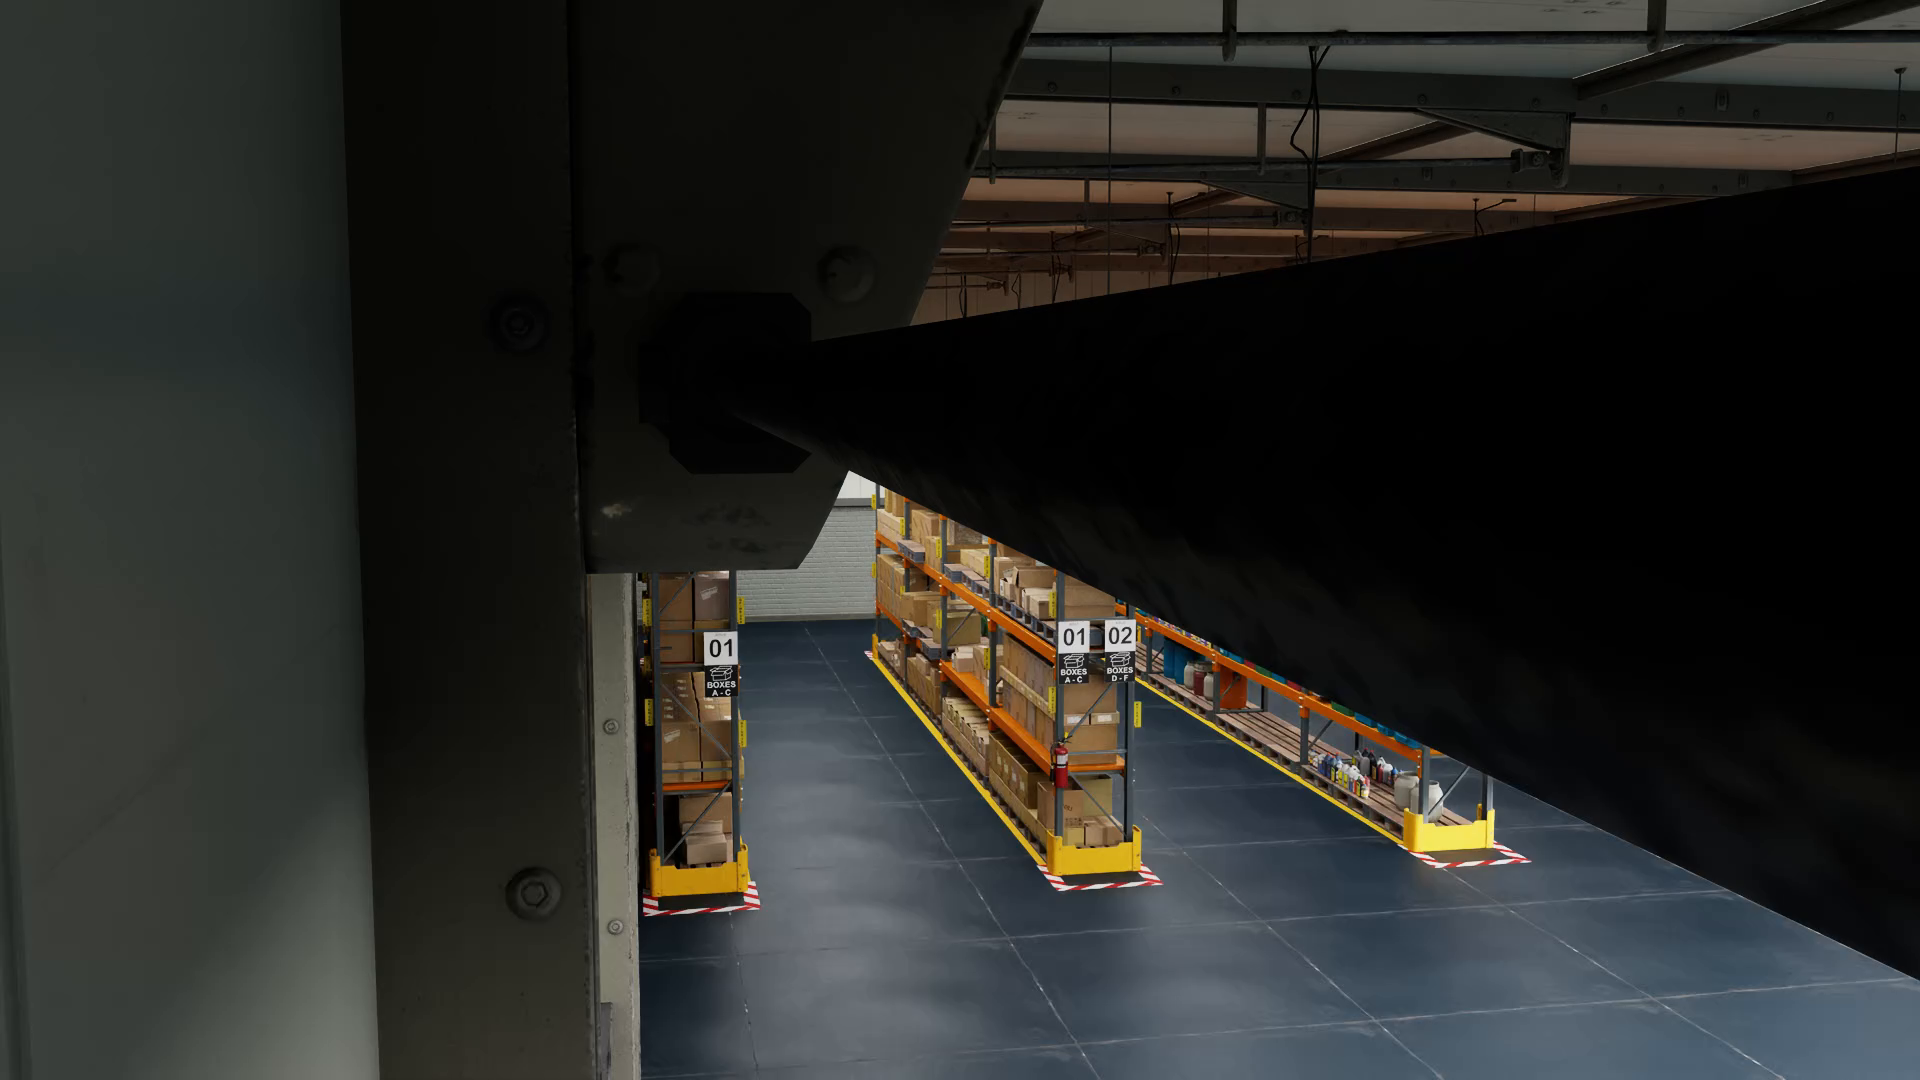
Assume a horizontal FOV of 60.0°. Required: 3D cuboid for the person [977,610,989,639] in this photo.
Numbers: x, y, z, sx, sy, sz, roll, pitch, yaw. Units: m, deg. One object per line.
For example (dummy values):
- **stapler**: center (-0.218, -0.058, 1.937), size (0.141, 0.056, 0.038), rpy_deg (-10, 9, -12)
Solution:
- **person**: center (0.339, 1.663, 37.114), size (0.859, 1.783, 0.710), rpy_deg (5, 8, 42)
